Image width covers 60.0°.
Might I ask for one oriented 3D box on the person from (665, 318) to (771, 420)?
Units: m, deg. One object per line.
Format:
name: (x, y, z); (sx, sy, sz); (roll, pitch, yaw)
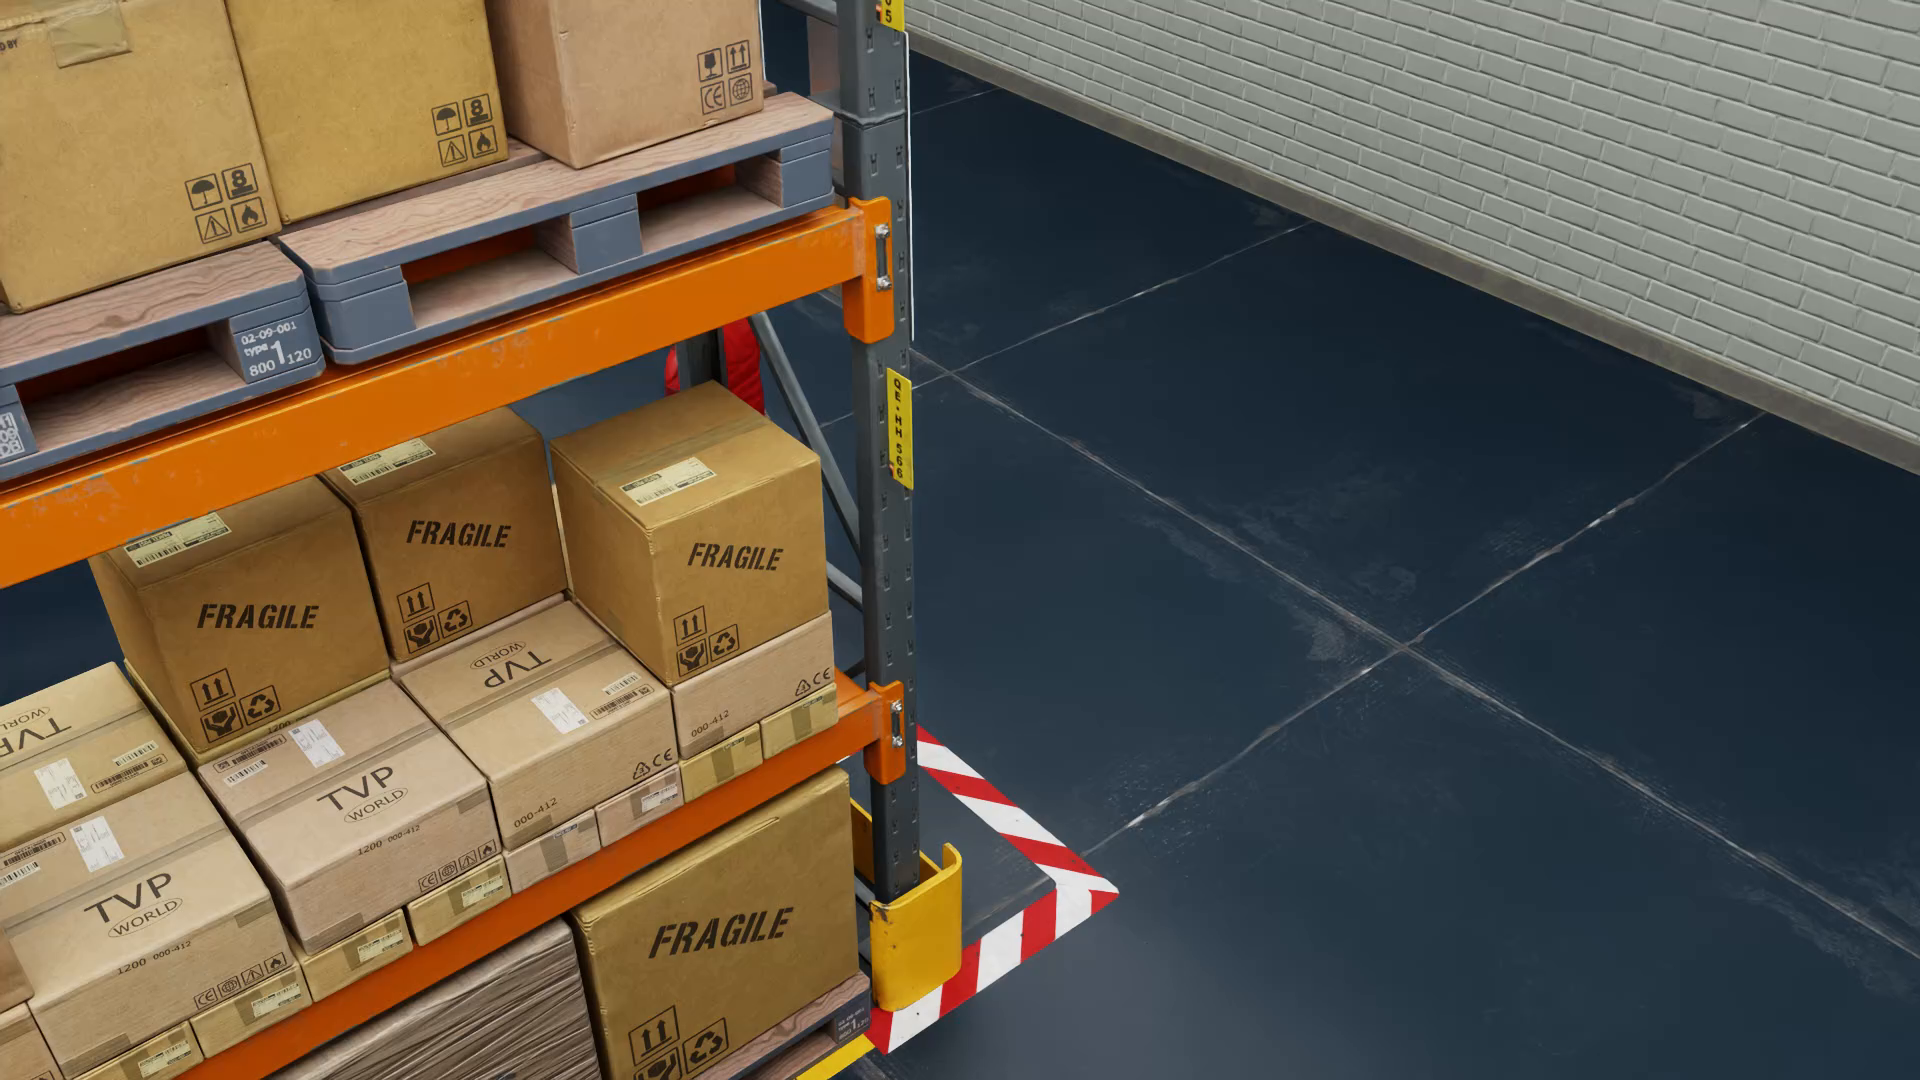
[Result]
person: (-0.974, -0.317, 6.625); (0.536, 1.762, 0.580); (17, 39, 22)
